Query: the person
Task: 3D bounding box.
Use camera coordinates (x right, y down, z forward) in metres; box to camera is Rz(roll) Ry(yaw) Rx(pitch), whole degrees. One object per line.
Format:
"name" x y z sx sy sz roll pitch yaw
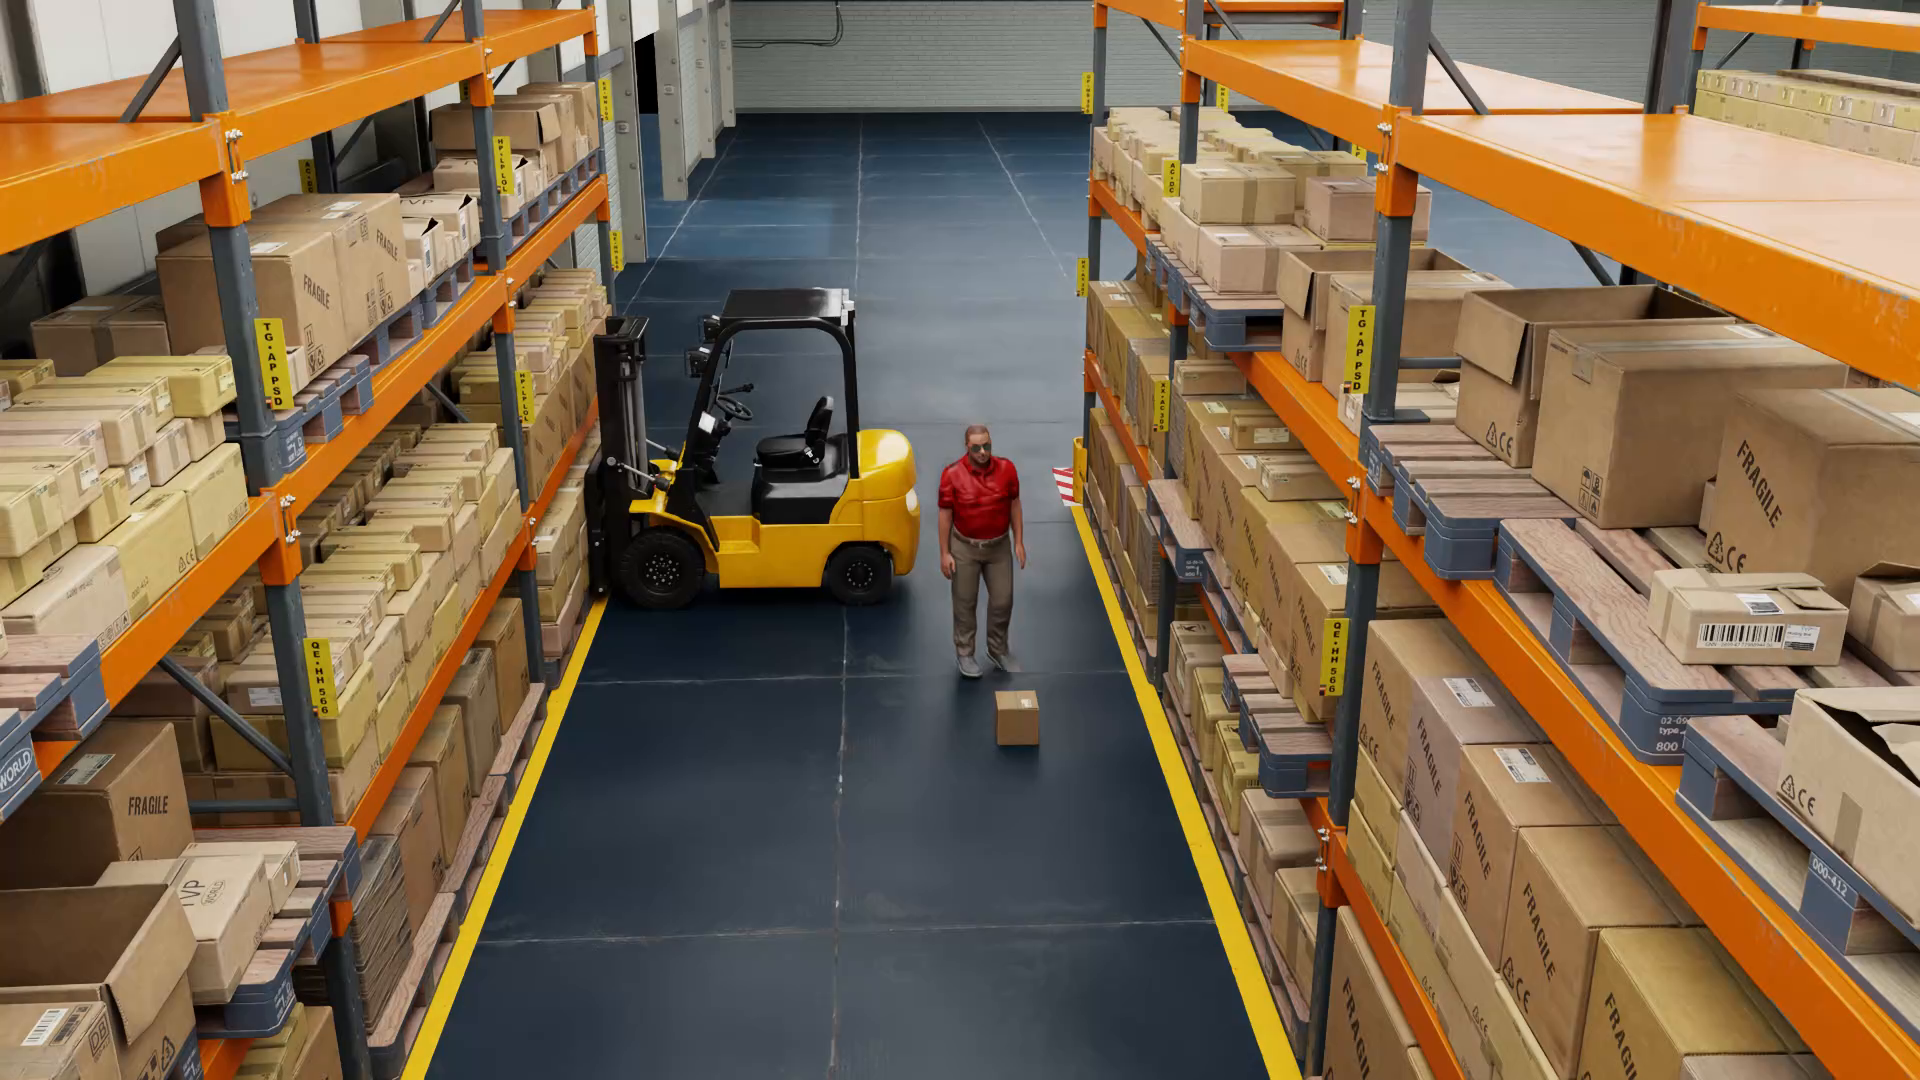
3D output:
"person" 0.144 0.090 10.890 0.581 1.787 0.378 -5 21 -14
